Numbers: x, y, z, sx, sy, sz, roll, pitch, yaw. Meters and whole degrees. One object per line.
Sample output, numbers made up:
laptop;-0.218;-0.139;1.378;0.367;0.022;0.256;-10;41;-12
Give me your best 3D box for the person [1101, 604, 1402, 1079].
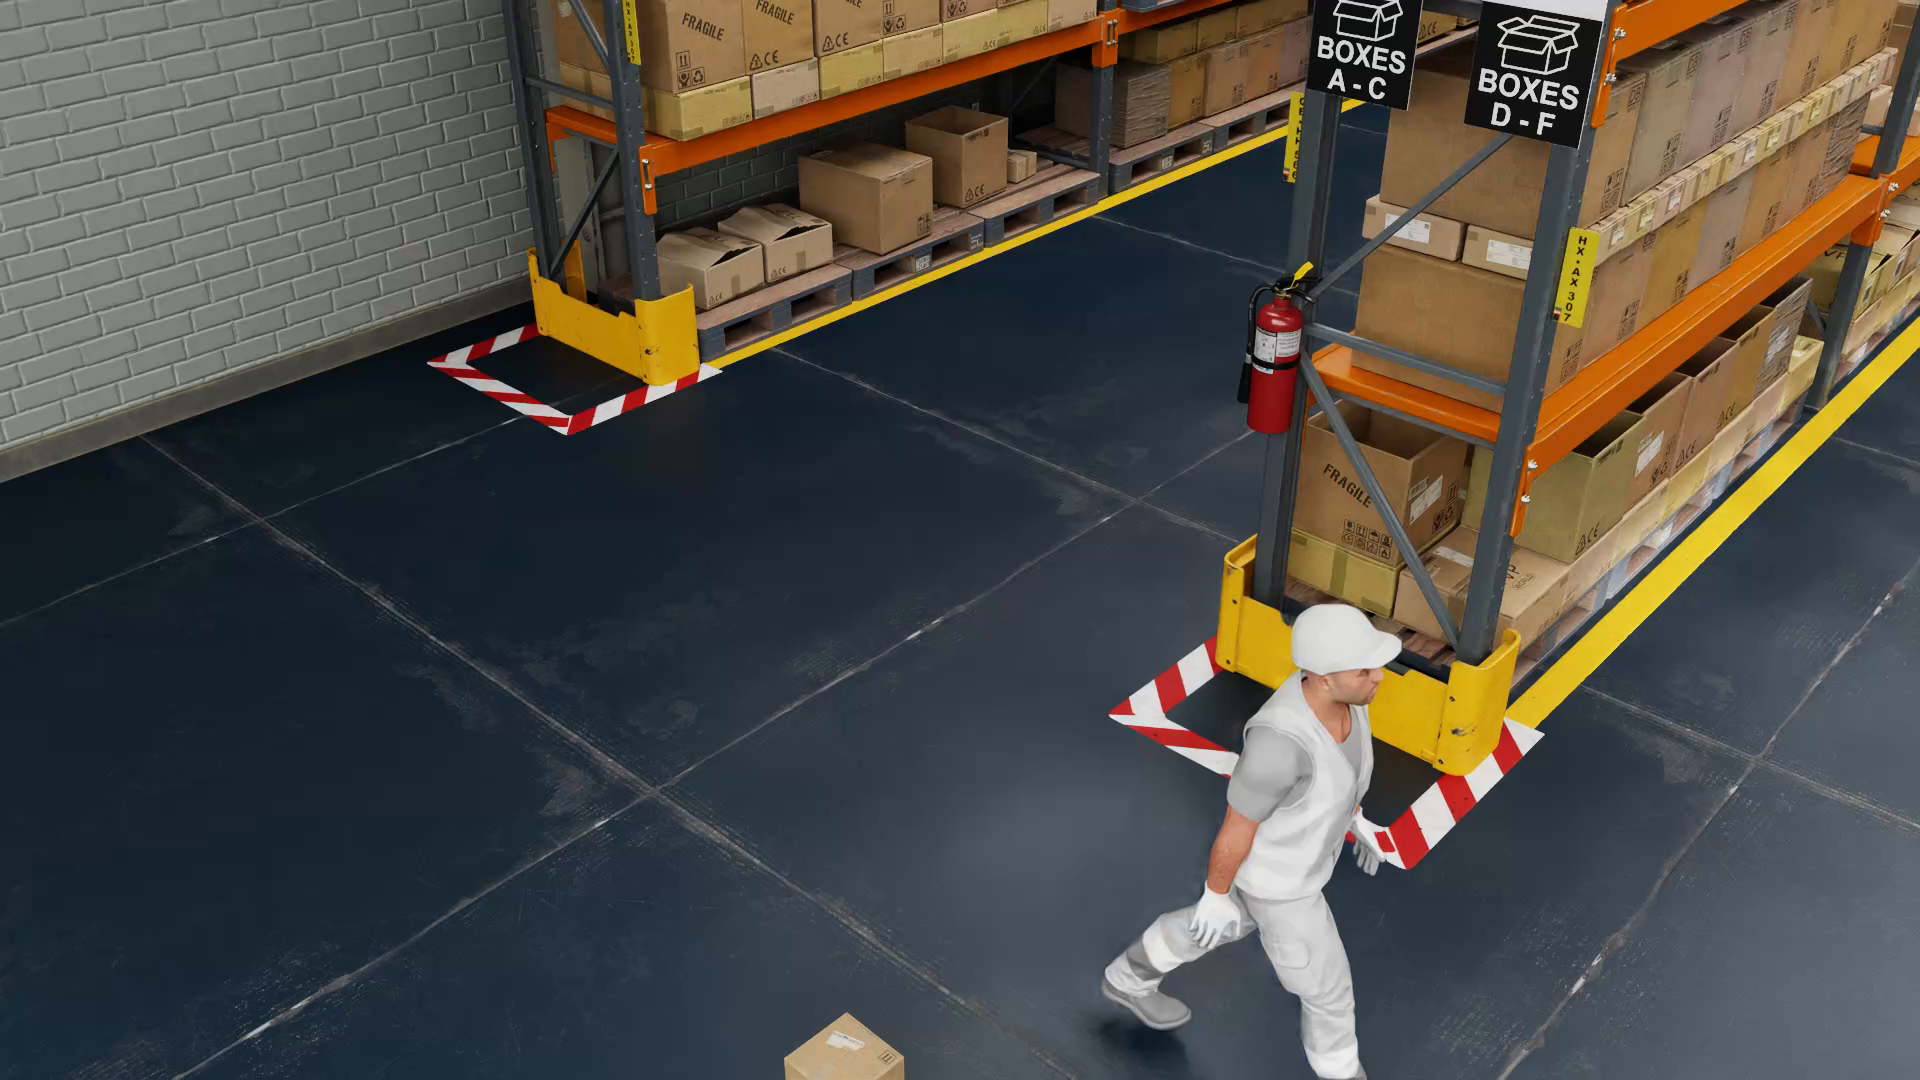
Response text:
person;0.922;0.892;4.652;1.088;1.738;0.575;15;34;23
